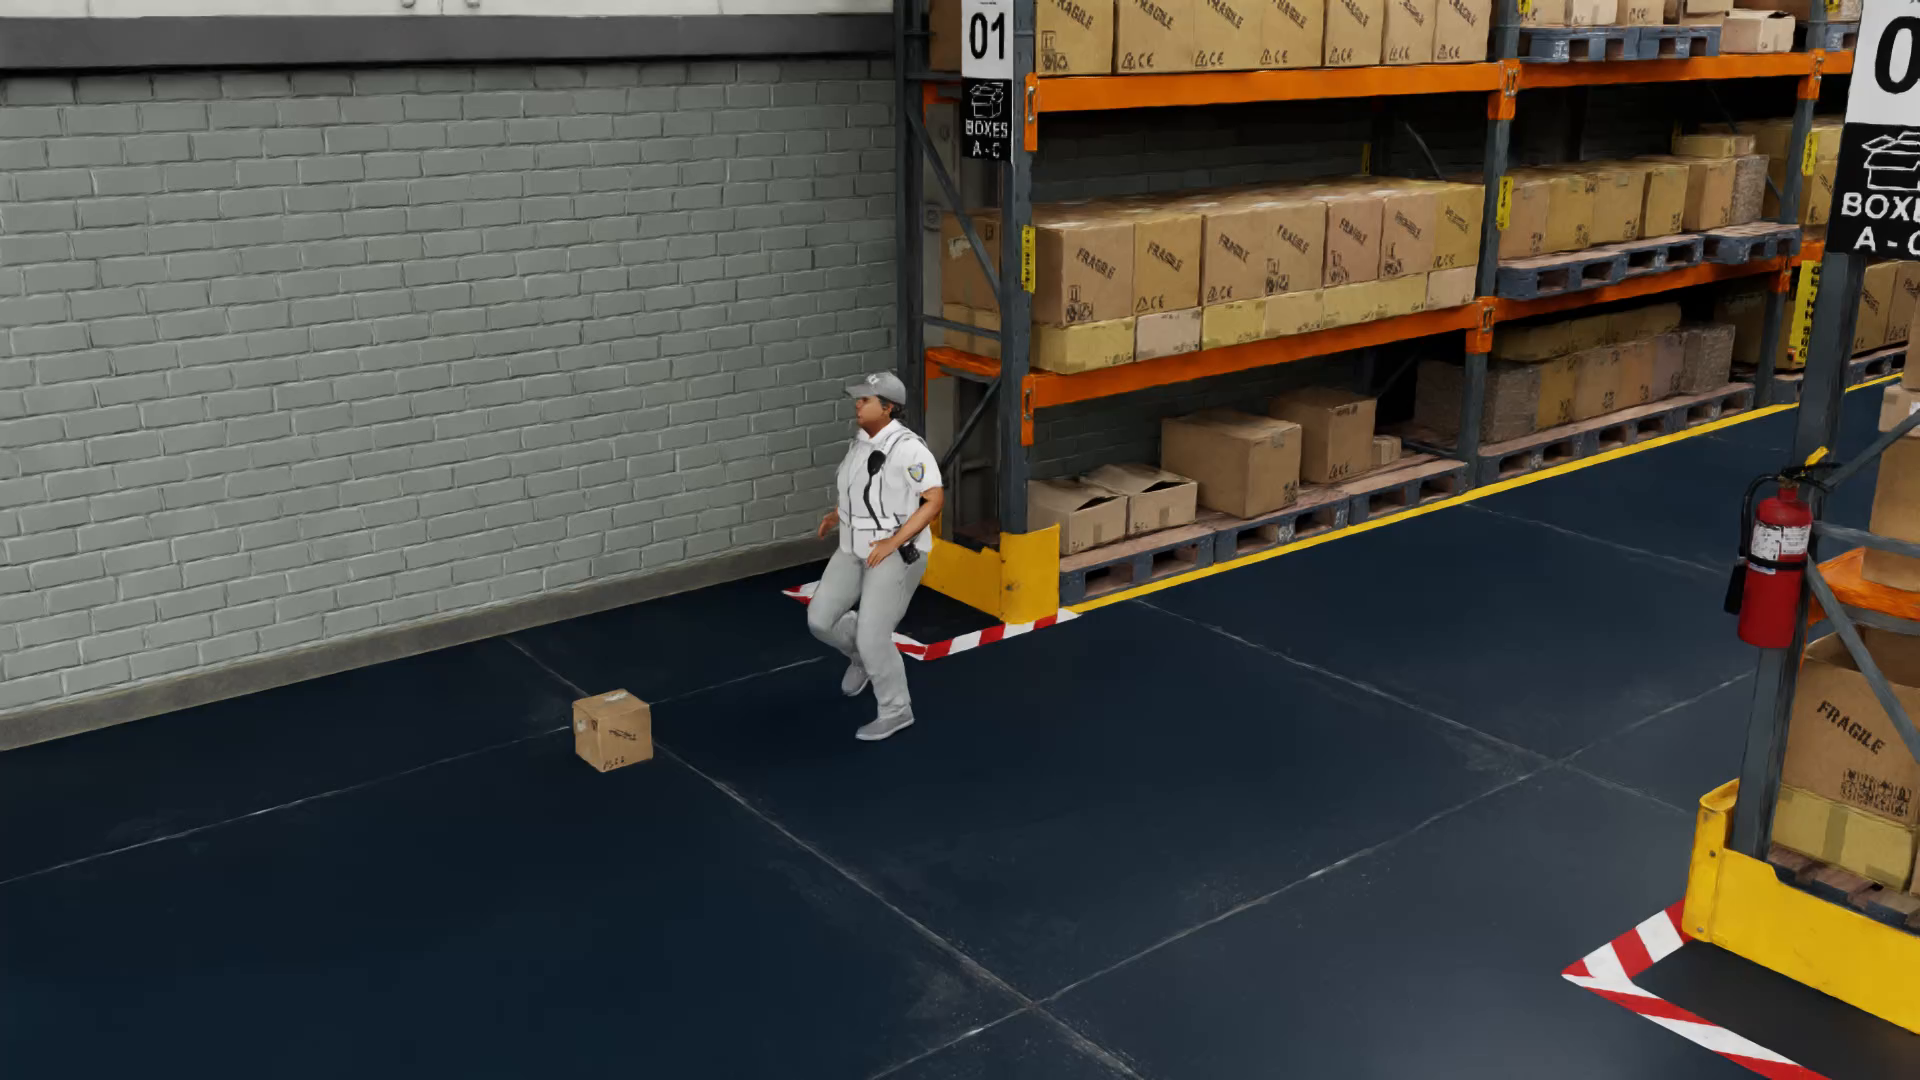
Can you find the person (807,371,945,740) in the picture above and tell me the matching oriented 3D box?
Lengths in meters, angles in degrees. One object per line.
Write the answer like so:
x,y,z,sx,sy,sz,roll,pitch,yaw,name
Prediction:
-0.380,0.066,7.408,0.477,1.637,0.707,-14,23,-38,person
